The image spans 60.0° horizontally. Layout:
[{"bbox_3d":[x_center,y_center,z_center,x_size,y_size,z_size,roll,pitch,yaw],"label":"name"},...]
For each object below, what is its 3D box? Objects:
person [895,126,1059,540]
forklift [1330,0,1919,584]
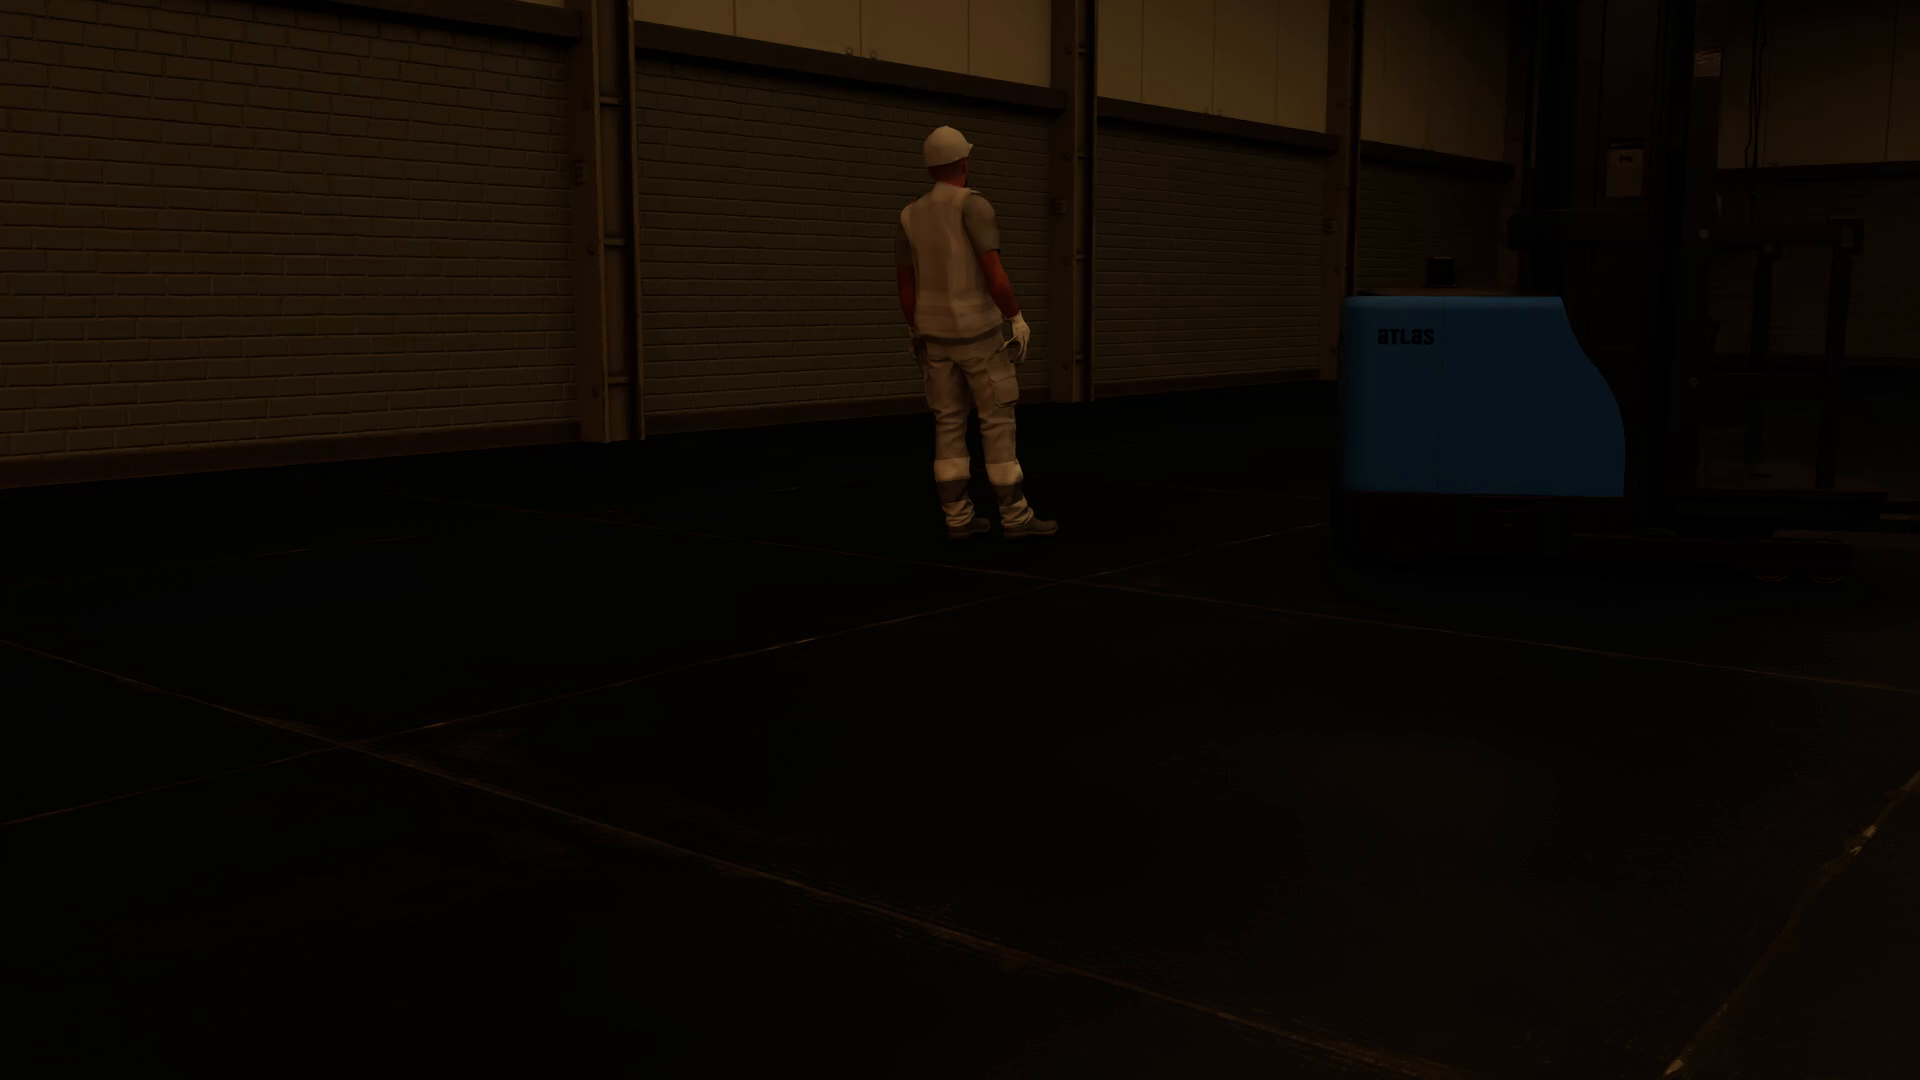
[{"bbox_3d":[0.060,-0.901,7.329,0.637,1.790,0.562,7,11,38],"label":"person"},{"bbox_3d":[3.083,-1.367,6.625,3.031,2.935,1.130,2,8,10],"label":"forklift"}]
